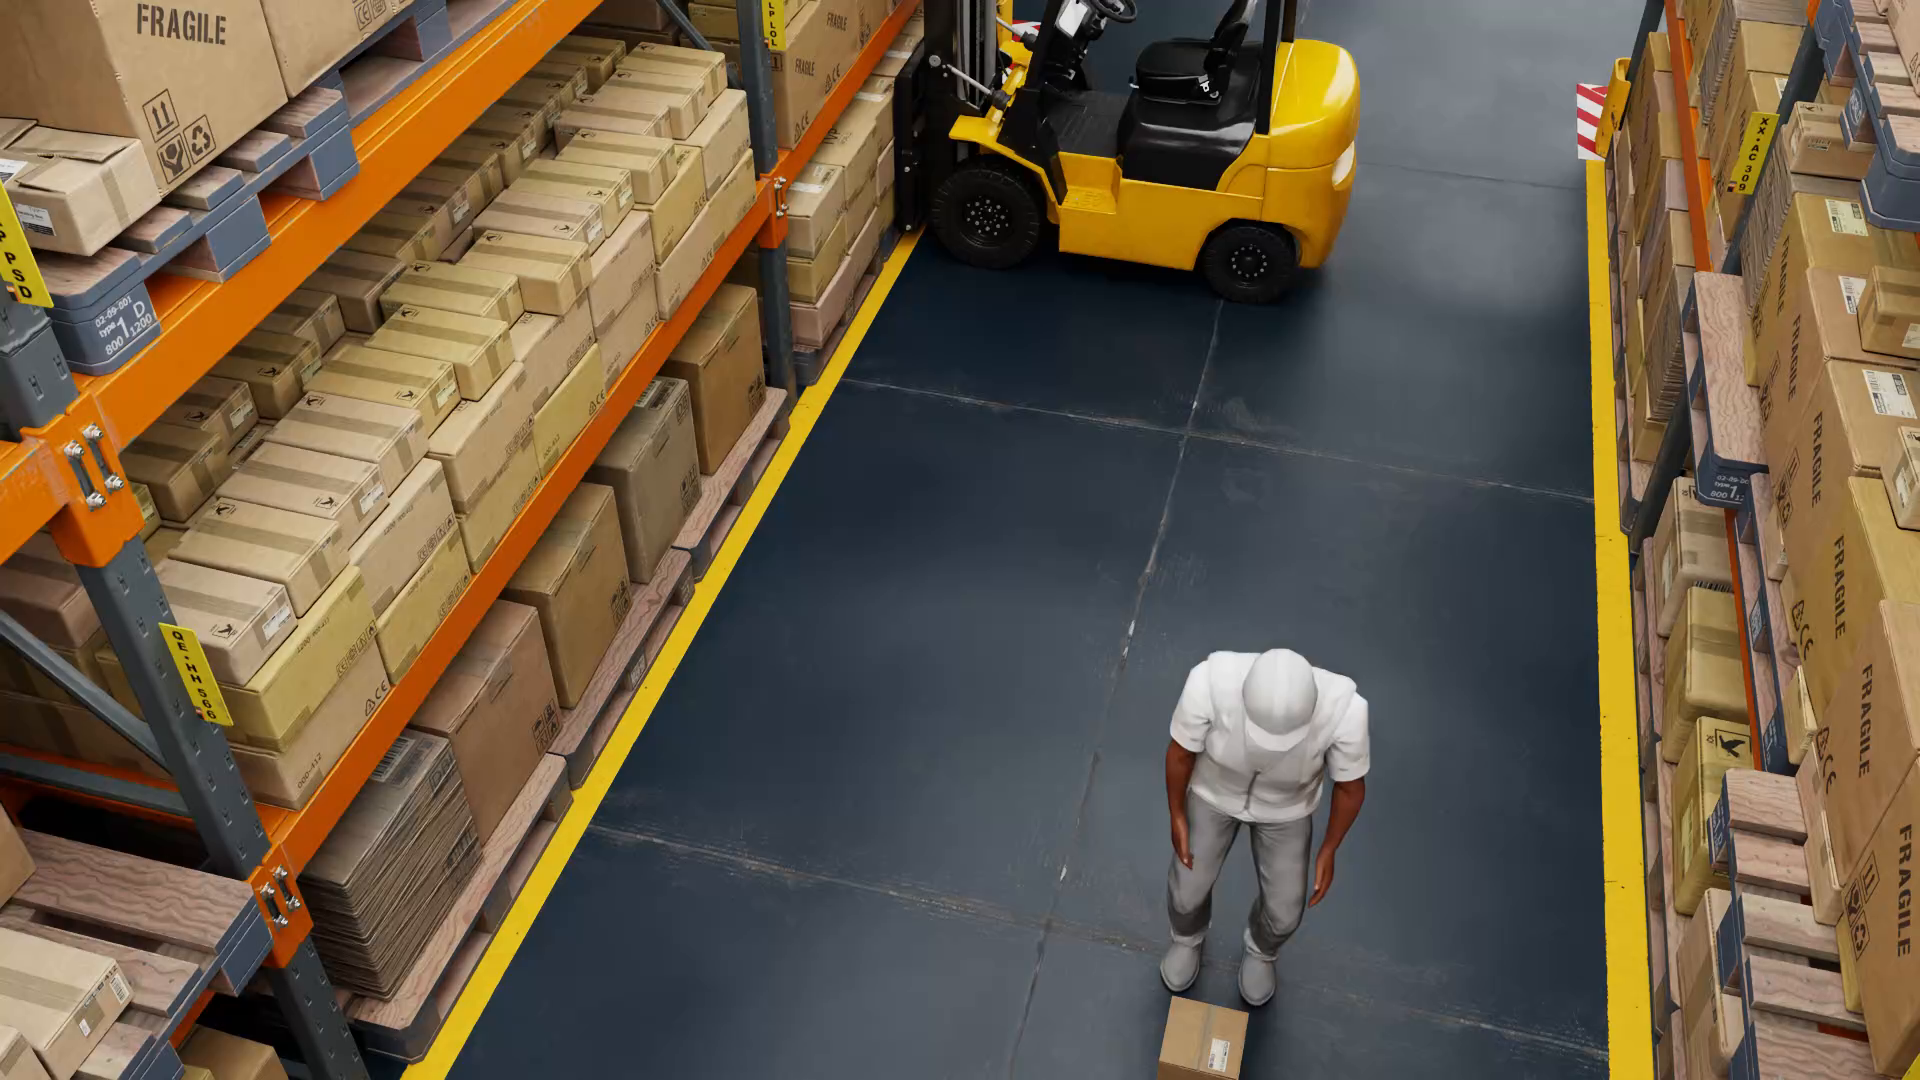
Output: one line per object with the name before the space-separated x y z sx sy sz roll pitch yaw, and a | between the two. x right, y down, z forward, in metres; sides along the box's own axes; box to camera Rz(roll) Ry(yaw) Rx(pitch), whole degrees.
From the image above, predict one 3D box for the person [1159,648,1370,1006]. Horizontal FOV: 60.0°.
person | 0.934 0.864 5.228 0.610 1.652 0.554 11 42 12
